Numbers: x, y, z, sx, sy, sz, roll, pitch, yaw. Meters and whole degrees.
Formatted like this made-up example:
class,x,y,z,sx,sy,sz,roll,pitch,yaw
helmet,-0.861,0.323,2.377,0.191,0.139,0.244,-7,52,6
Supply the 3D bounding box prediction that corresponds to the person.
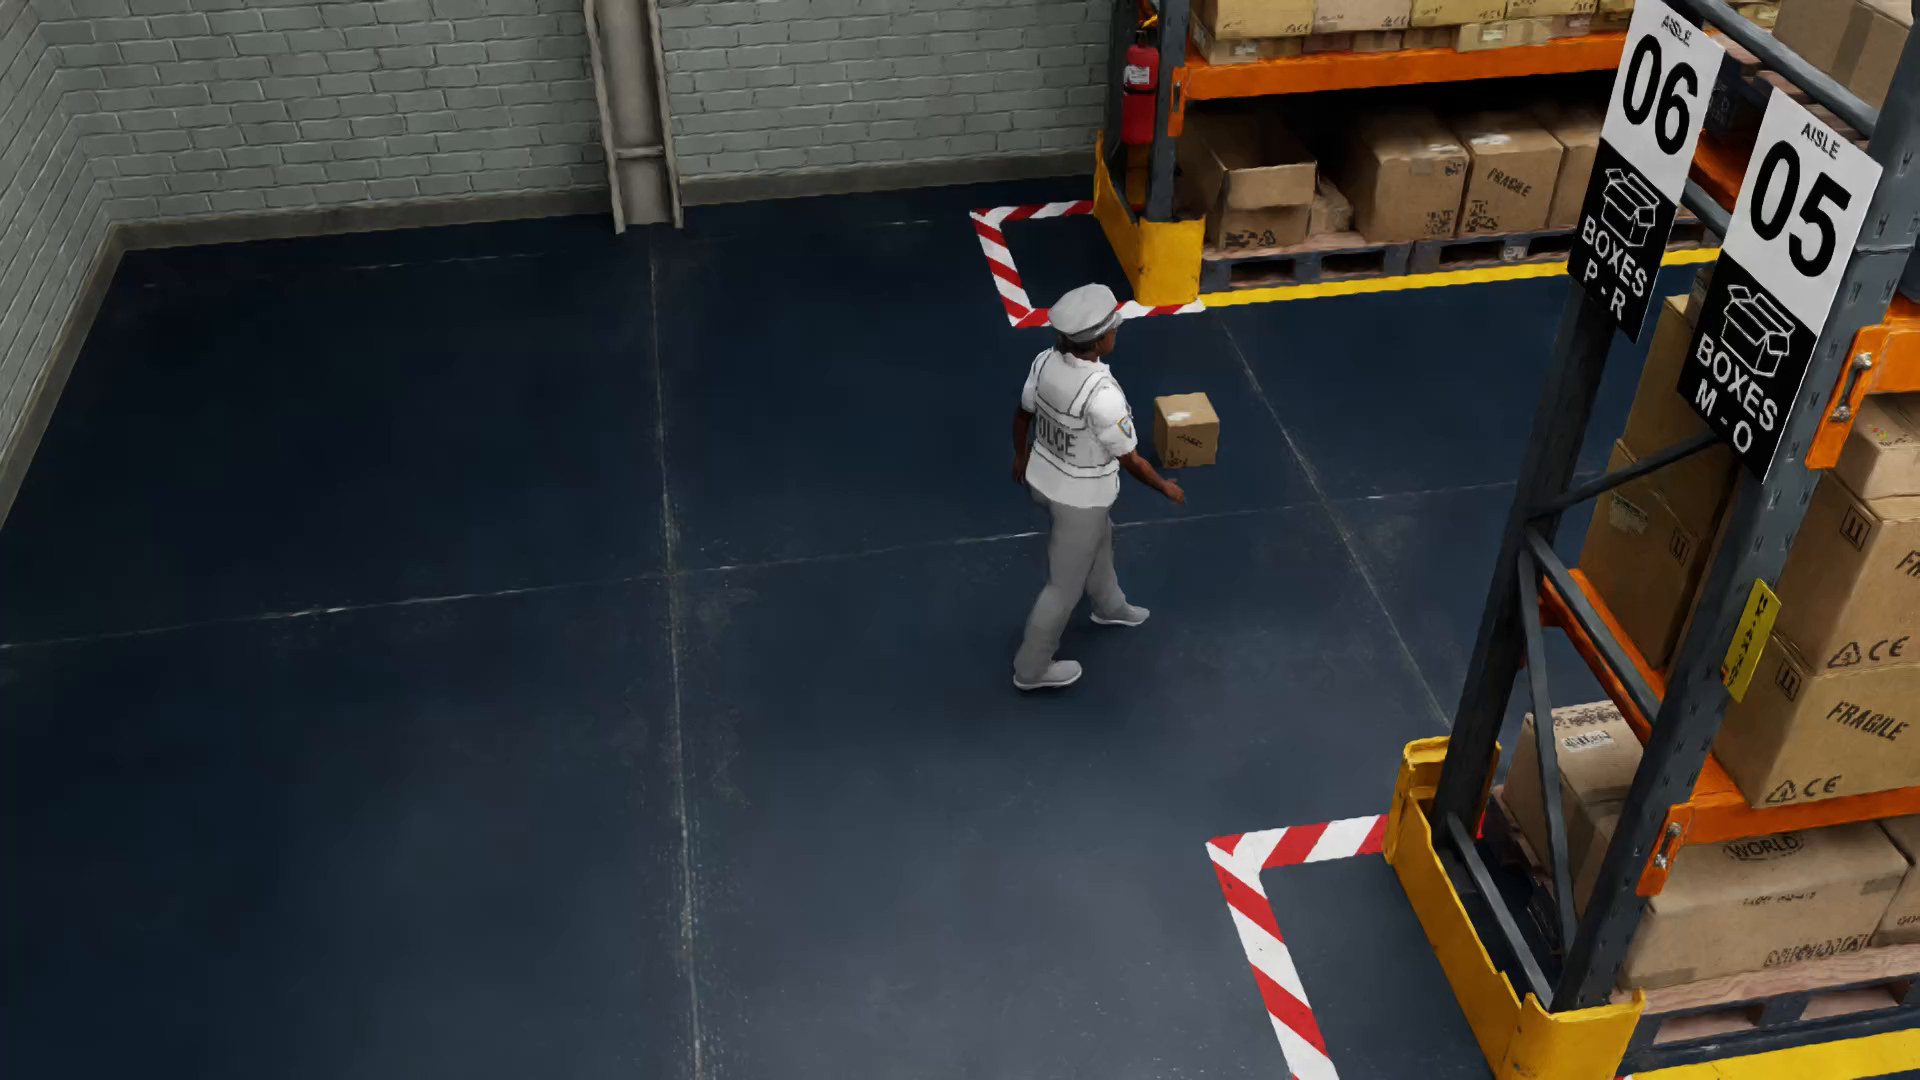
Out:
class,x,y,z,sx,sy,sz,roll,pitch,yaw
person,0.471,-0.217,6.443,0.763,1.713,0.618,-21,44,-24
